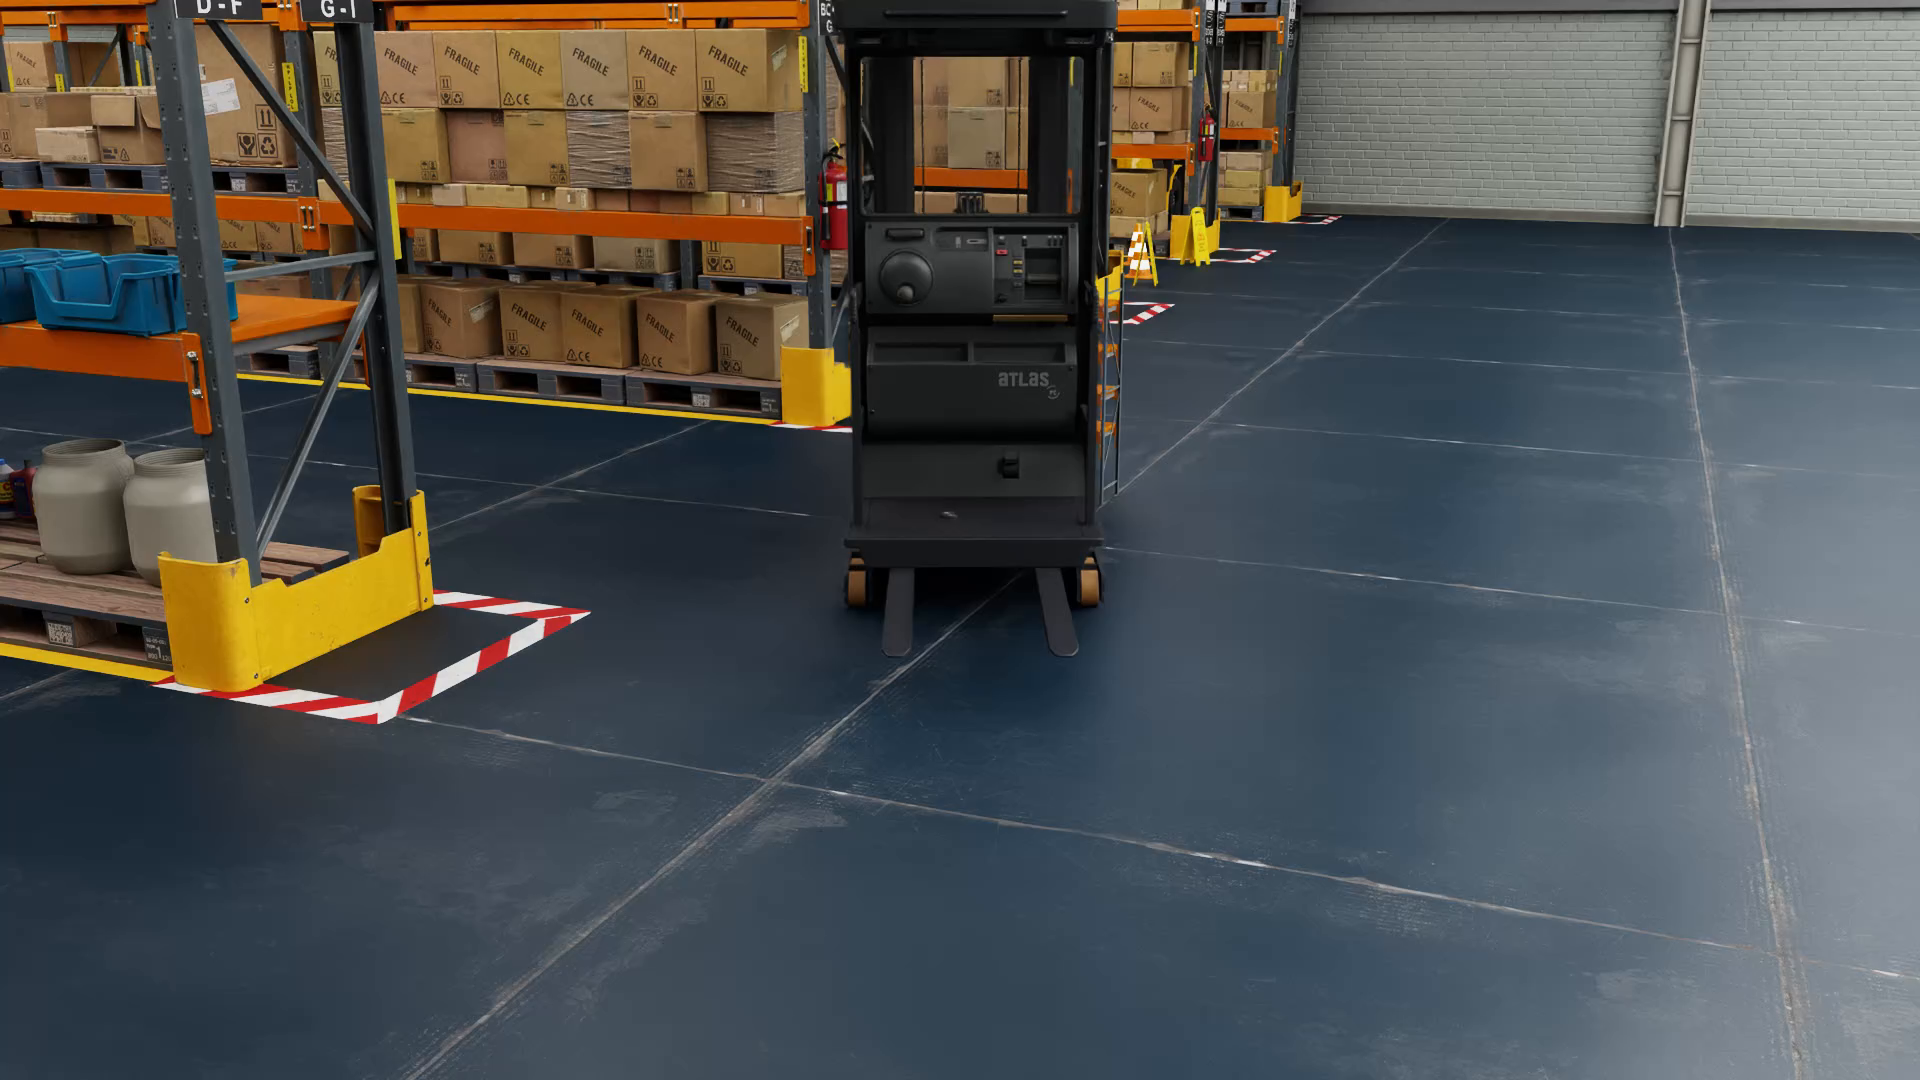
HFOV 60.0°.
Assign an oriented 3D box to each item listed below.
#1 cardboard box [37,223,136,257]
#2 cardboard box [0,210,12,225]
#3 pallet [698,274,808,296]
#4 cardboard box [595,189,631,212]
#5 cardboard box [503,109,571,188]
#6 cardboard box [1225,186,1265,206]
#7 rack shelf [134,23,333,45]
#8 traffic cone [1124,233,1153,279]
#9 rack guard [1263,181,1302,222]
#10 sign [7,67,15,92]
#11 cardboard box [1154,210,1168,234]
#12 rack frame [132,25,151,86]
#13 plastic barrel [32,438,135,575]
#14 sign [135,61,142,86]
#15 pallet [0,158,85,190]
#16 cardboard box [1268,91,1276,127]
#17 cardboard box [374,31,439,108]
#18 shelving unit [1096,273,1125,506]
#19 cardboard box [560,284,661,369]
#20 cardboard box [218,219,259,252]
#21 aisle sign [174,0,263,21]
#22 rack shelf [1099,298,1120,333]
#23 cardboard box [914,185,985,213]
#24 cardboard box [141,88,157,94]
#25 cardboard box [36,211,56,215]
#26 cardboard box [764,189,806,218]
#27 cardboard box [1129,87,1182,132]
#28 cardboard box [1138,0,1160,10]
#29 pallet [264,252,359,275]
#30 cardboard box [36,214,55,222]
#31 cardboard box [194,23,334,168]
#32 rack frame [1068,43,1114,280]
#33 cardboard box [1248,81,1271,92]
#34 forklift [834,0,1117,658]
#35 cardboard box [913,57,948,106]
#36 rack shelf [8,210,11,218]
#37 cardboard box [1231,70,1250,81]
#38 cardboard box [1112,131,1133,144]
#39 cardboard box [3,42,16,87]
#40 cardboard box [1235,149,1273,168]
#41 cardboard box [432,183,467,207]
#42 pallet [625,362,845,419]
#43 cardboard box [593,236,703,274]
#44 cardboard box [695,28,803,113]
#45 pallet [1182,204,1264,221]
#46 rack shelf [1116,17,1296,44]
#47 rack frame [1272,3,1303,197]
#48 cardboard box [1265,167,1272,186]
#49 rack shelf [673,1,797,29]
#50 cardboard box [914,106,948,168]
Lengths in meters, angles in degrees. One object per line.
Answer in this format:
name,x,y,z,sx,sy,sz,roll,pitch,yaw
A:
cardboard box,-7.039,-2.400,13.408,0.500,0.250,0.500,8,18,27
cardboard box,-8.805,-2.398,14.112,0.875,0.875,1.225,5,17,18
pallet,-1.857,-2.571,16.650,1.213,0.211,1.003,6,17,21
cardboard box,-2.239,-2.301,11.171,0.250,0.149,0.380,6,17,21
cardboard box,-2.650,-2.713,11.427,0.500,0.500,0.875,6,17,21
cardboard box,4.172,-5.028,24.291,0.500,0.250,0.500,6,17,21
rack shelf,-10.116,-7.420,24.262,4.000,0.370,1.077,6,17,21
traffic cone,1.943,-3.061,17.888,0.334,0.463,0.336,6,17,21
rack guard,4.747,-4.978,24.423,0.348,0.500,1.175,6,17,21
sign,-7.981,-3.801,13.951,0.005,0.325,0.100,6,17,21
cardboard box,2.258,-3.928,20.503,0.500,0.250,0.500,6,17,20
rack frame,-11.977,-6.530,25.285,0.127,3.000,1.000,6,17,21
plastic barrel,-3.653,-0.144,6.998,0.421,0.512,0.421,0,16,0
sign,-9.778,-5.527,19.753,0.005,0.325,0.100,6,17,21
pallet,-7.469,-3.004,13.484,1.003,0.211,1.213,6,17,21
cardboard box,4.366,-6.351,24.492,0.500,0.500,0.500,7,18,22
cardboard box,-3.659,-3.240,11.448,0.500,0.500,0.500,6,17,21
shelving unit,0.580,-0.820,8.845,0.503,1.200,0.258,8,18,26
cardboard box,-2.448,-1.513,11.736,0.500,0.500,0.500,8,18,26
cardboard box,-7.945,-3.522,18.655,0.500,0.500,0.500,5,17,18
aisle sign,-2.588,-2.202,5.716,0.004,0.787,0.394,6,17,21
rack shelf,0.580,-1.197,8.736,0.480,0.148,0.258,8,18,26
cardboard box,-0.289,-2.922,15.915,0.875,0.875,0.875,6,17,20
cardboard box,-8.812,-4.927,18.396,0.250,0.149,0.380,6,17,20
cardboard box,-10.657,-3.929,19.621,0.250,0.149,0.380,7,17,21
cardboard box,-1.070,-2.178,10.745,0.250,0.149,0.380,6,17,21
cardboard box,2.301,-5.068,19.537,0.500,0.500,0.500,6,17,20
cardboard box,2.229,-6.194,19.198,0.250,0.149,0.380,6,17,21
pallet,-6.983,-3.158,18.674,1.213,0.211,1.003,6,17,21
cardboard box,-10.644,-3.776,19.626,0.250,0.149,0.380,5,17,18
cardboard box,-5.138,-3.339,12.466,1.000,1.000,1.000,6,17,21
rack frame,1.185,-3.599,15.189,0.127,3.000,1.000,6,17,21
cardboard box,4.300,-6.503,23.850,0.250,0.149,0.380,7,17,21
forklift,0.056,-1.201,7.054,1.130,2.935,3.031,0,16,-1
cardboard box,-0.162,-4.362,15.613,0.550,0.550,0.875,6,17,21
rack shelf,-10.031,-3.000,14.418,4.000,0.370,1.077,6,17,21
cardboard box,4.074,-6.682,23.934,0.250,0.149,0.380,6,17,21
cardboard box,1.974,-4.784,19.722,0.250,0.149,0.380,6,17,20
cardboard box,-10.997,-5.527,19.324,0.500,0.500,0.500,6,17,19
cardboard box,4.347,-5.640,24.607,0.500,0.250,0.500,6,17,20
cardboard box,-3.436,-2.404,11.526,0.250,0.149,0.380,6,17,21
pallet,-1.542,-1.084,11.527,1.213,0.211,1.003,6,17,21
cardboard box,-3.146,-3.169,16.992,0.750,0.750,1.050,6,17,20
cardboard box,-1.331,-2.986,10.572,0.500,0.500,0.500,6,17,21
pallet,3.998,-4.909,24.704,1.213,0.211,1.003,6,17,21
rack shelf,2.865,-7.480,24.470,4.000,0.370,1.077,6,17,21
rack frame,4.725,-6.181,24.083,0.127,3.000,1.000,6,17,21
cardboard box,4.364,-5.404,24.689,0.500,0.250,0.500,7,17,22
rack shelf,-0.675,-4.898,15.576,4.000,0.370,1.077,6,17,21
cardboard box,-0.171,-3.837,15.743,0.550,0.550,0.875,6,17,21
